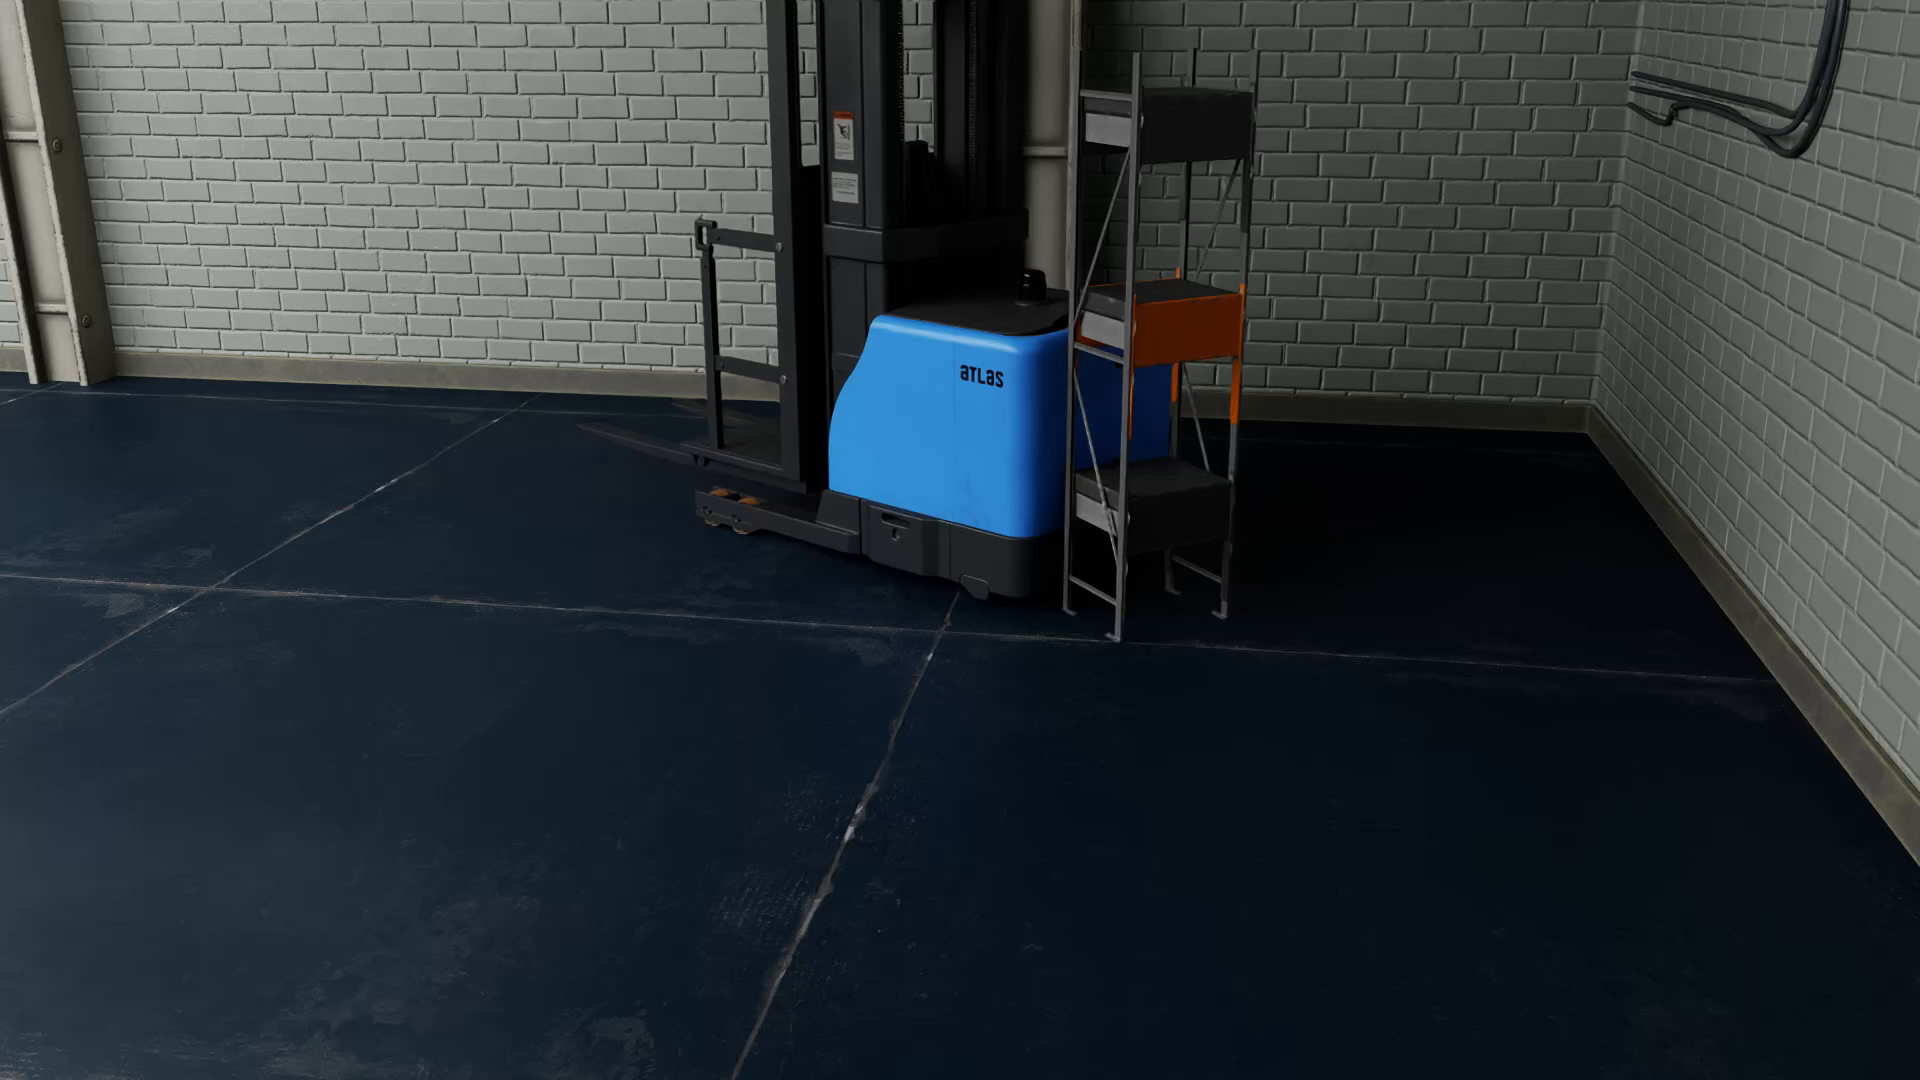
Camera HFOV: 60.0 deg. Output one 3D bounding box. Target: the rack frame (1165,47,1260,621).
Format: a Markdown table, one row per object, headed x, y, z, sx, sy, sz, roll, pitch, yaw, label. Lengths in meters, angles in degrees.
| x | y | z | sx | sy | sz | roll | pitch | yaw | label |
| --- | --- | --- | --- | --- | --- | --- | --- | --- | --- |
| 0.931 | -0.743 | 6.215 | 0.015 | 2.100 | 0.400 | -10 | 21 | -27 | rack frame |

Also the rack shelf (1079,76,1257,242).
| x | y | z | sx | sy | sz | roll | pitch | yaw | label |
| --- | --- | --- | --- | --- | --- | --- | --- | --- | --- |
| 0.717 | -1.357 | 5.887 | 0.480 | 0.518 | 0.431 | -10 | 21 | -27 | rack shelf |

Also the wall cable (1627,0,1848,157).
| x | y | z | sx | sy | sz | roll | pitch | yaw | label |
| --- | --- | --- | --- | --- | --- | --- | --- | --- | --- |
| 3.154 | -2.926 | 6.759 | 0.112 | 2.526 | 3.097 | 3 | 19 | 9 | wall cable |

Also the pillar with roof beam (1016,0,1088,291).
| x | y | z | sx | sy | sz | roll | pitch | yaw | label |
| --- | --- | --- | --- | --- | --- | --- | --- | --- | --- |
| -0.228 | -3.612 | 3.917 | 0.400 | 9.000 | 9.100 | 3 | 19 | 9 | pillar with roof beam |

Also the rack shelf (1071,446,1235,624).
| x | y | z | sx | sy | sz | roll | pitch | yaw | label |
| --- | --- | --- | --- | --- | --- | --- | --- | --- | --- |
| 0.716 | -0.030 | 6.331 | 0.480 | 0.518 | 0.431 | -10 | 21 | -27 | rack shelf |

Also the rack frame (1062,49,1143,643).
| x | y | z | sx | sy | sz | roll | pitch | yaw | label |
| --- | --- | --- | --- | --- | --- | --- | --- | --- | --- |
| 0.502 | -0.669 | 5.994 | 0.015 | 2.100 | 0.400 | -10 | 21 | -27 | rack frame |

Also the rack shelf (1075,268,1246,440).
| x | y | z | sx | sy | sz | roll | pitch | yaw | label |
| --- | --- | --- | --- | --- | --- | --- | --- | --- | --- |
| 0.717 | -0.693 | 6.109 | 0.480 | 0.518 | 0.431 | -10 | 21 | -27 | rack shelf |

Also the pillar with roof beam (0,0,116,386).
| x | y | z | sx | sy | sz | roll | pitch | yaw | label |
| --- | --- | --- | --- | --- | --- | --- | --- | --- | --- |
| -6.152 | -3.914 | 4.819 | 0.400 | 9.000 | 9.100 | 3 | 19 | 9 | pillar with roof beam |

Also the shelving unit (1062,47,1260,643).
| x | y | z | sx | sy | sz | roll | pitch | yaw | label |
| --- | --- | --- | --- | --- | --- | --- | --- | --- | --- |
| 0.717 | -0.706 | 6.105 | 0.503 | 2.100 | 0.431 | -10 | 21 | -27 | shelving unit |

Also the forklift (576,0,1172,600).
| x | y | z | sx | sy | sz | roll | pitch | yaw | label |
| --- | --- | --- | --- | --- | --- | --- | --- | --- | --- |
| -0.558 | -1.523 | 7.235 | 3.031 | 2.935 | 1.130 | 15 | 24 | 38 | forklift |
